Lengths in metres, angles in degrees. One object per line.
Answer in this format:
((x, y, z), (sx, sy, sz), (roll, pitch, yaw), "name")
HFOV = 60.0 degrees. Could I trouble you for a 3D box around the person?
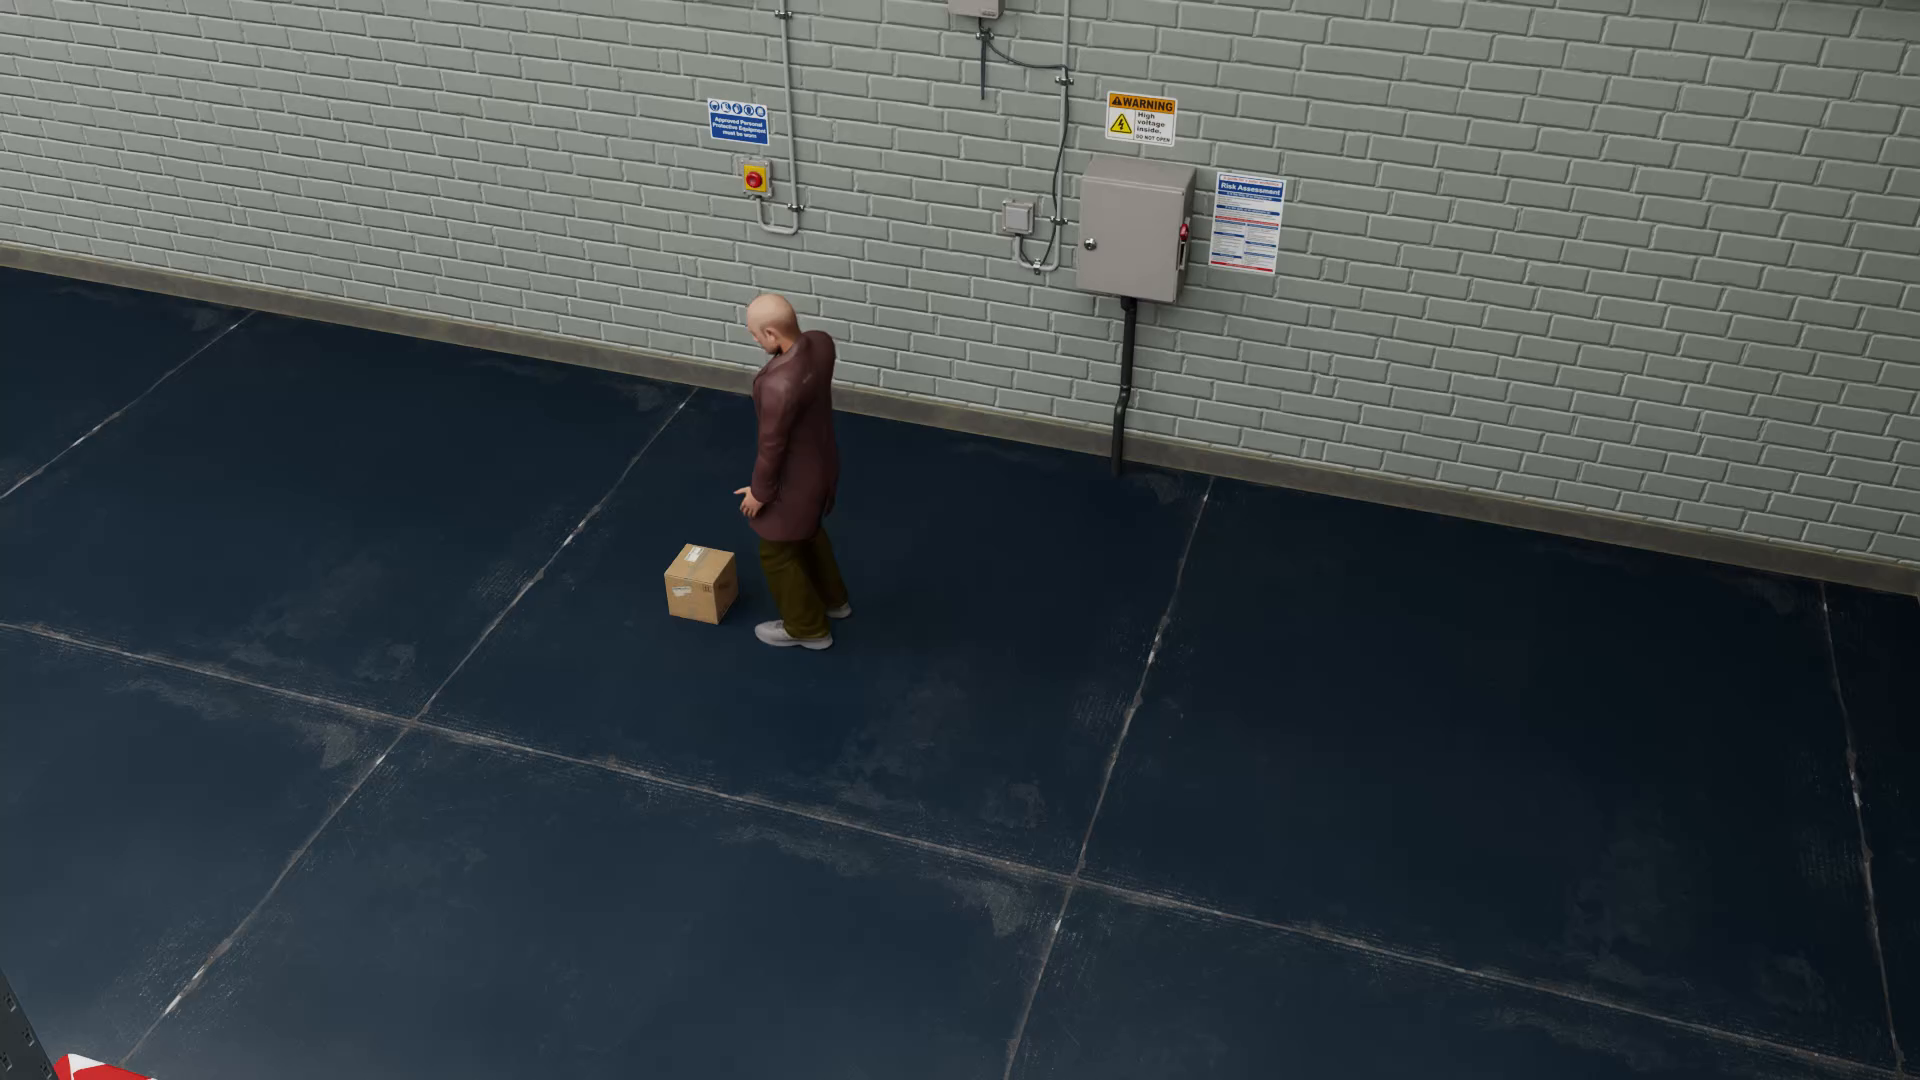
((-0.746, -0.289, 7.317), (0.380, 1.761, 0.572), (11, 38, 15), "person")
